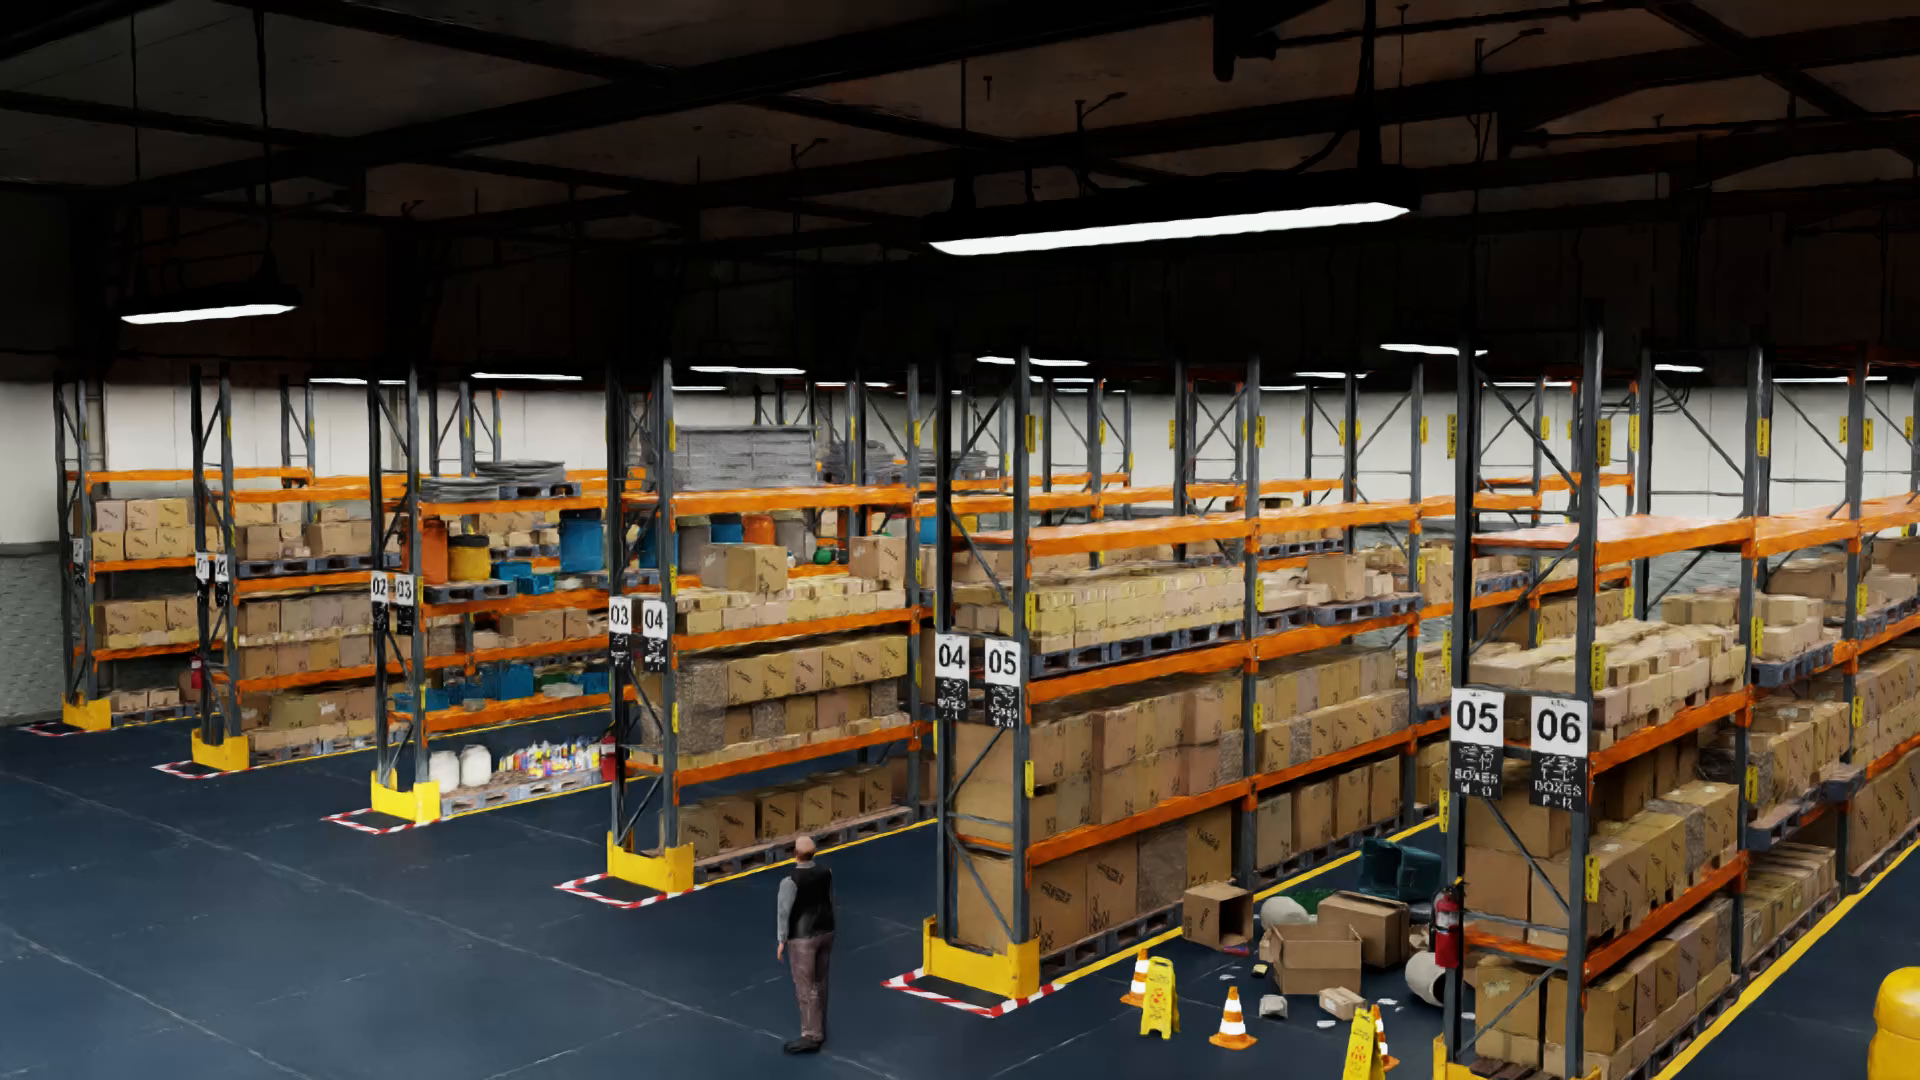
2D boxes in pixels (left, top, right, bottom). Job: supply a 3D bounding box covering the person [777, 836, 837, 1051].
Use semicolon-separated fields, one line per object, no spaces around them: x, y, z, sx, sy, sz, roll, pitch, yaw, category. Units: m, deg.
-1.261;3.301;13.771;0.583;1.717;0.470;-4;6;-45;person
